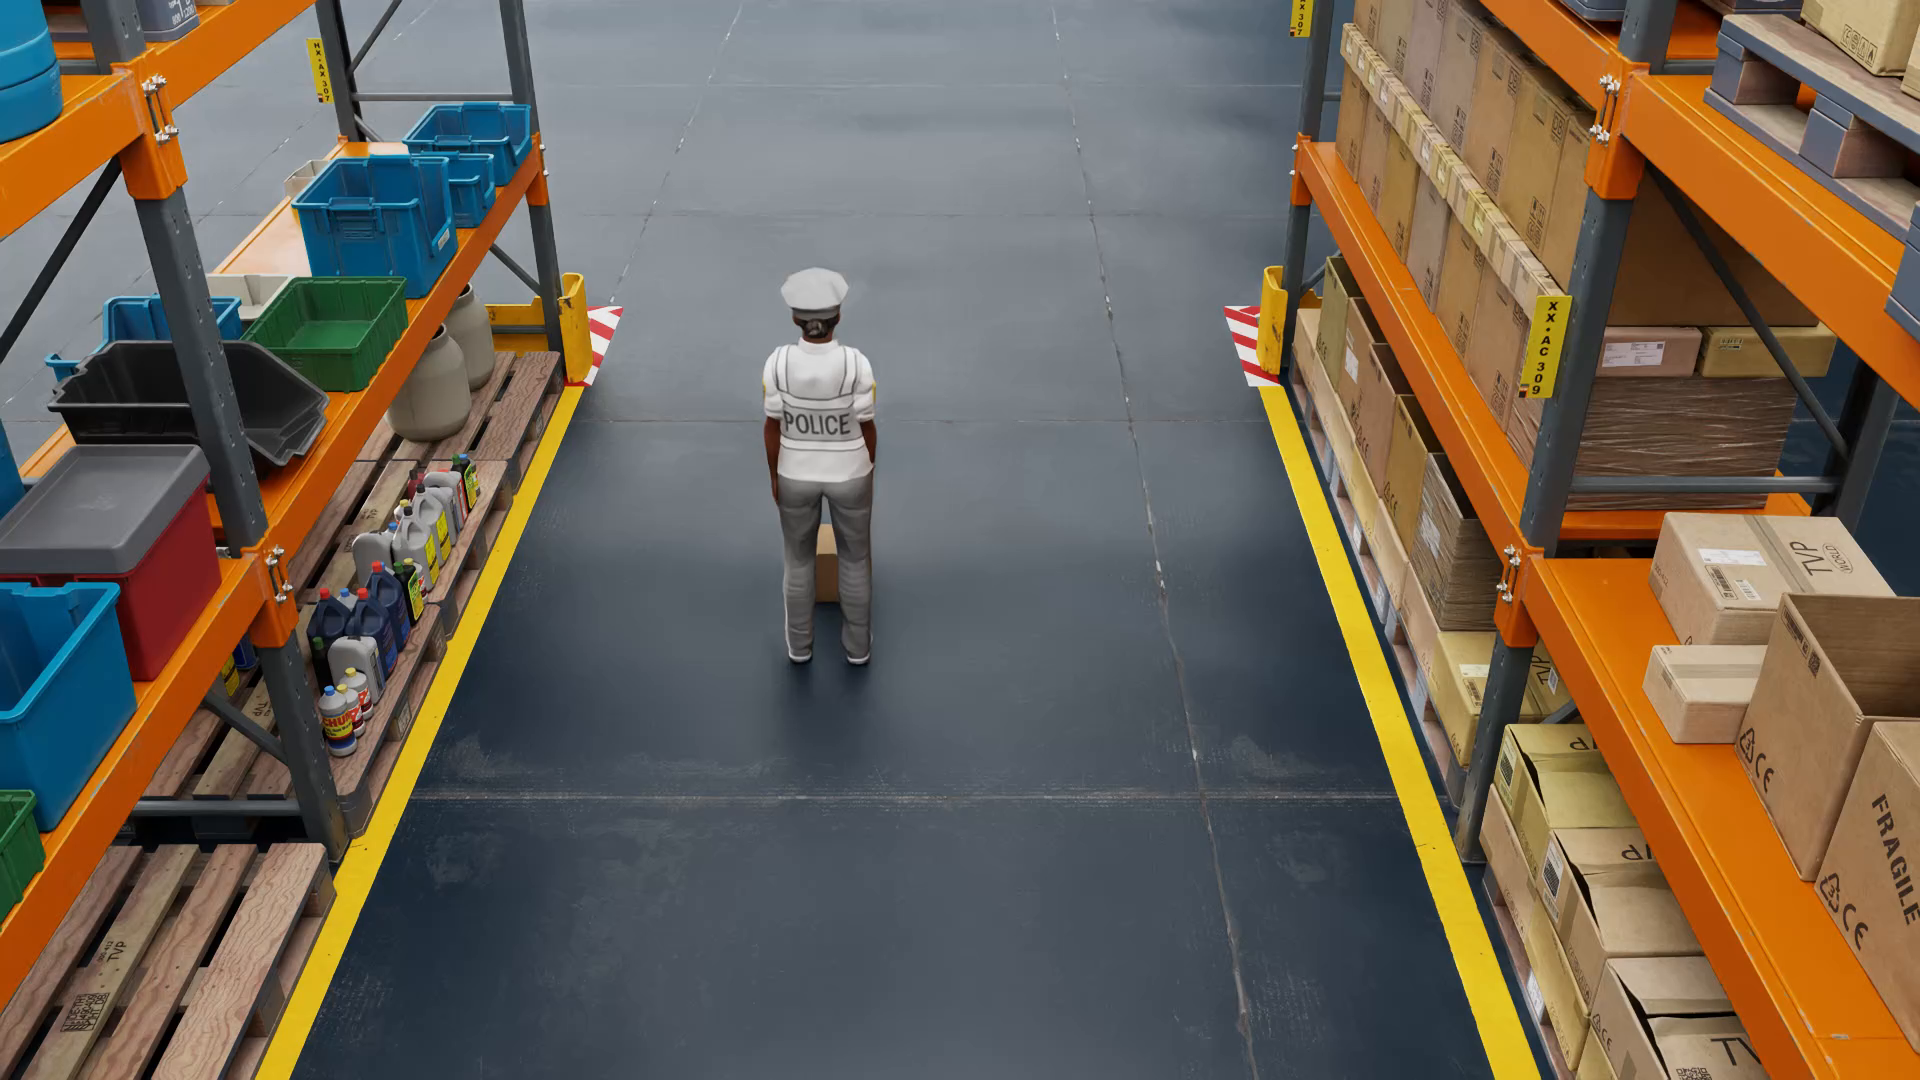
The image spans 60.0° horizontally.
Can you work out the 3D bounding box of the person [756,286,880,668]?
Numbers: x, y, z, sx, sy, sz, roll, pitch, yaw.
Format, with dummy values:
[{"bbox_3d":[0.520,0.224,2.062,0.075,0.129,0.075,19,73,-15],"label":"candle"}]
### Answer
[{"bbox_3d":[-0.558,-0.219,6.570,0.469,1.592,0.500,1,32,1],"label":"person"}]
